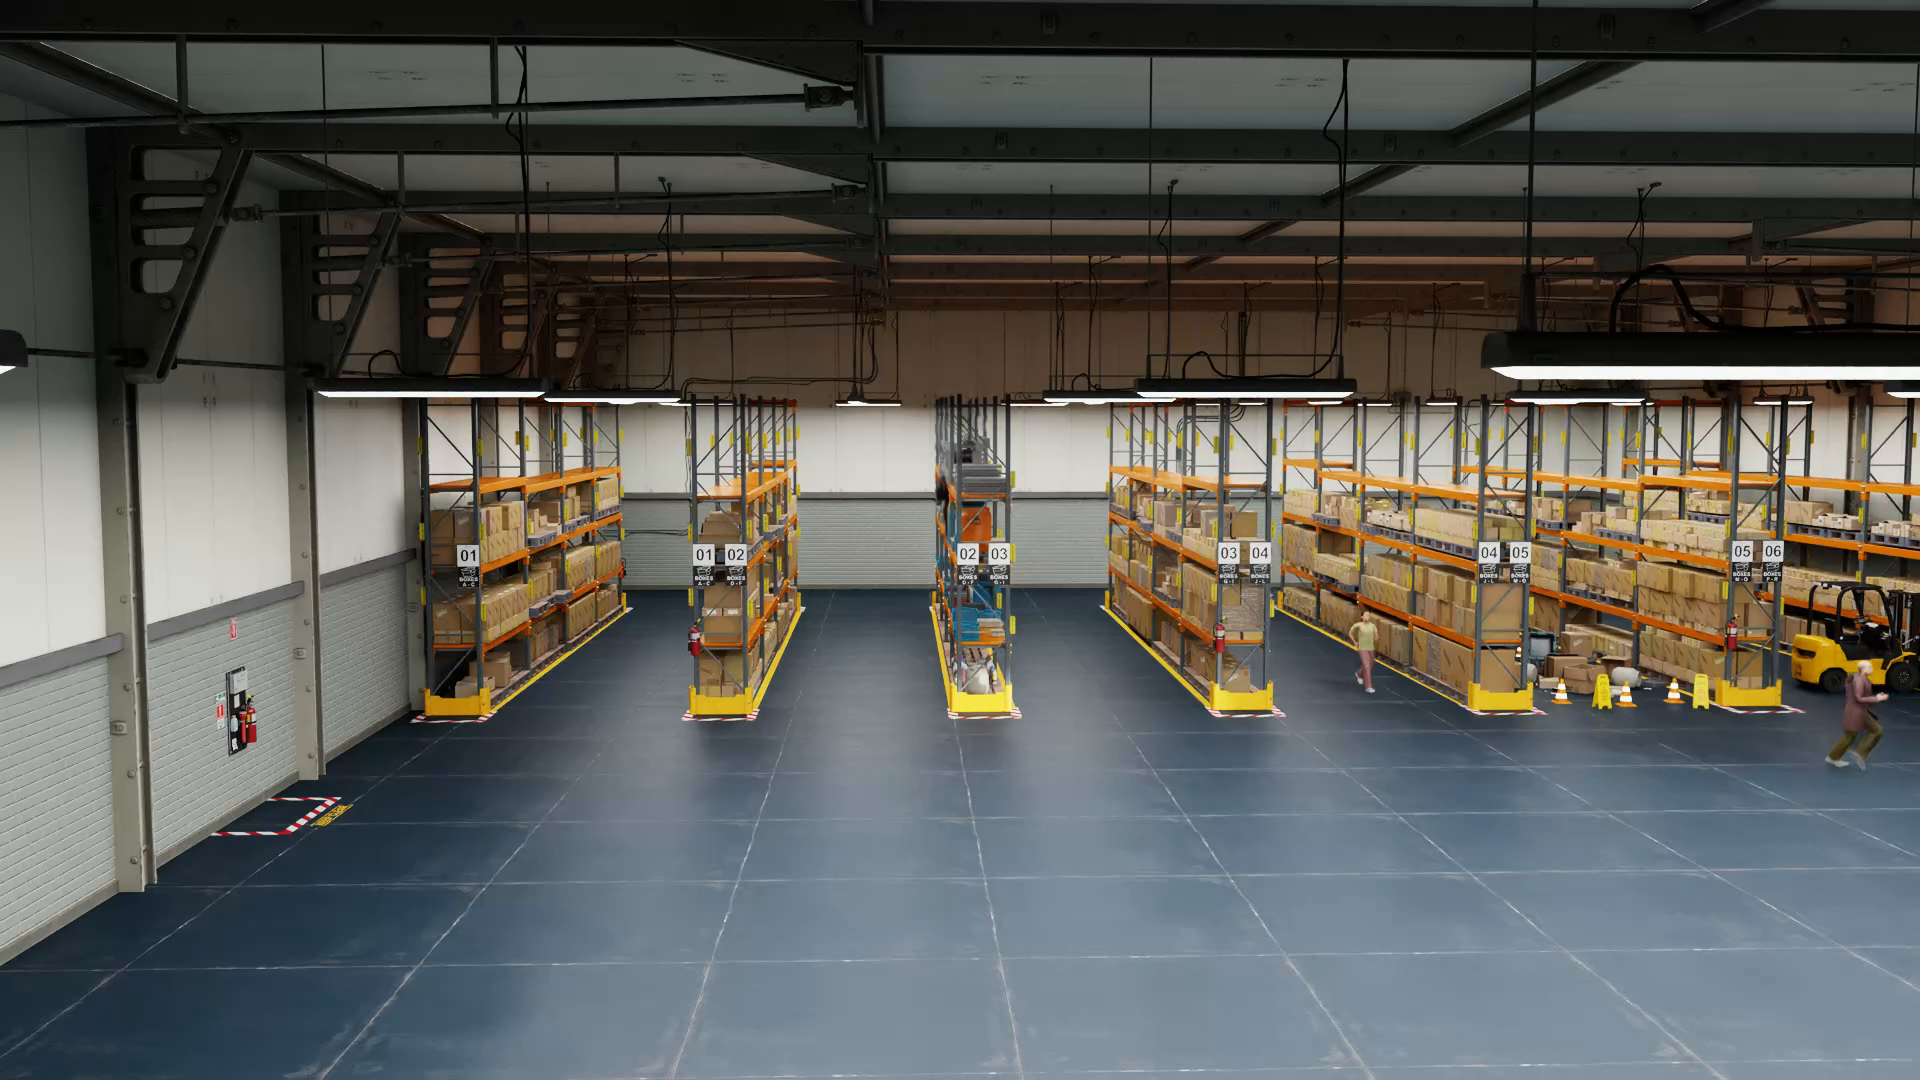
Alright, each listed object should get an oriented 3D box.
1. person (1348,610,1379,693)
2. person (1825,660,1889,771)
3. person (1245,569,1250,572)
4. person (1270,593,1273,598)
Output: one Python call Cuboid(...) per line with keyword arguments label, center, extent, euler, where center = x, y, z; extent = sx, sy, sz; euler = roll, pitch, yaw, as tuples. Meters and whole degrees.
Cuboid(label="person", center=(8.222, 2.231, 33.742), extent=(0.586, 1.645, 0.923), euler=(-1, 5, -15))
Cuboid(label="person", center=(14.198, 2.768, 26.302), extent=(0.882, 1.766, 0.753), euler=(4, 6, 39))
Cuboid(label="person", center=(8.362, 1.064, 48.073), extent=(0.731, 1.742, 0.955), euler=(4, 6, 44))
Cuboid(label="person", center=(8.812, 1.074, 48.924), extent=(0.804, 1.624, 0.592), euler=(0, 4, -2))
